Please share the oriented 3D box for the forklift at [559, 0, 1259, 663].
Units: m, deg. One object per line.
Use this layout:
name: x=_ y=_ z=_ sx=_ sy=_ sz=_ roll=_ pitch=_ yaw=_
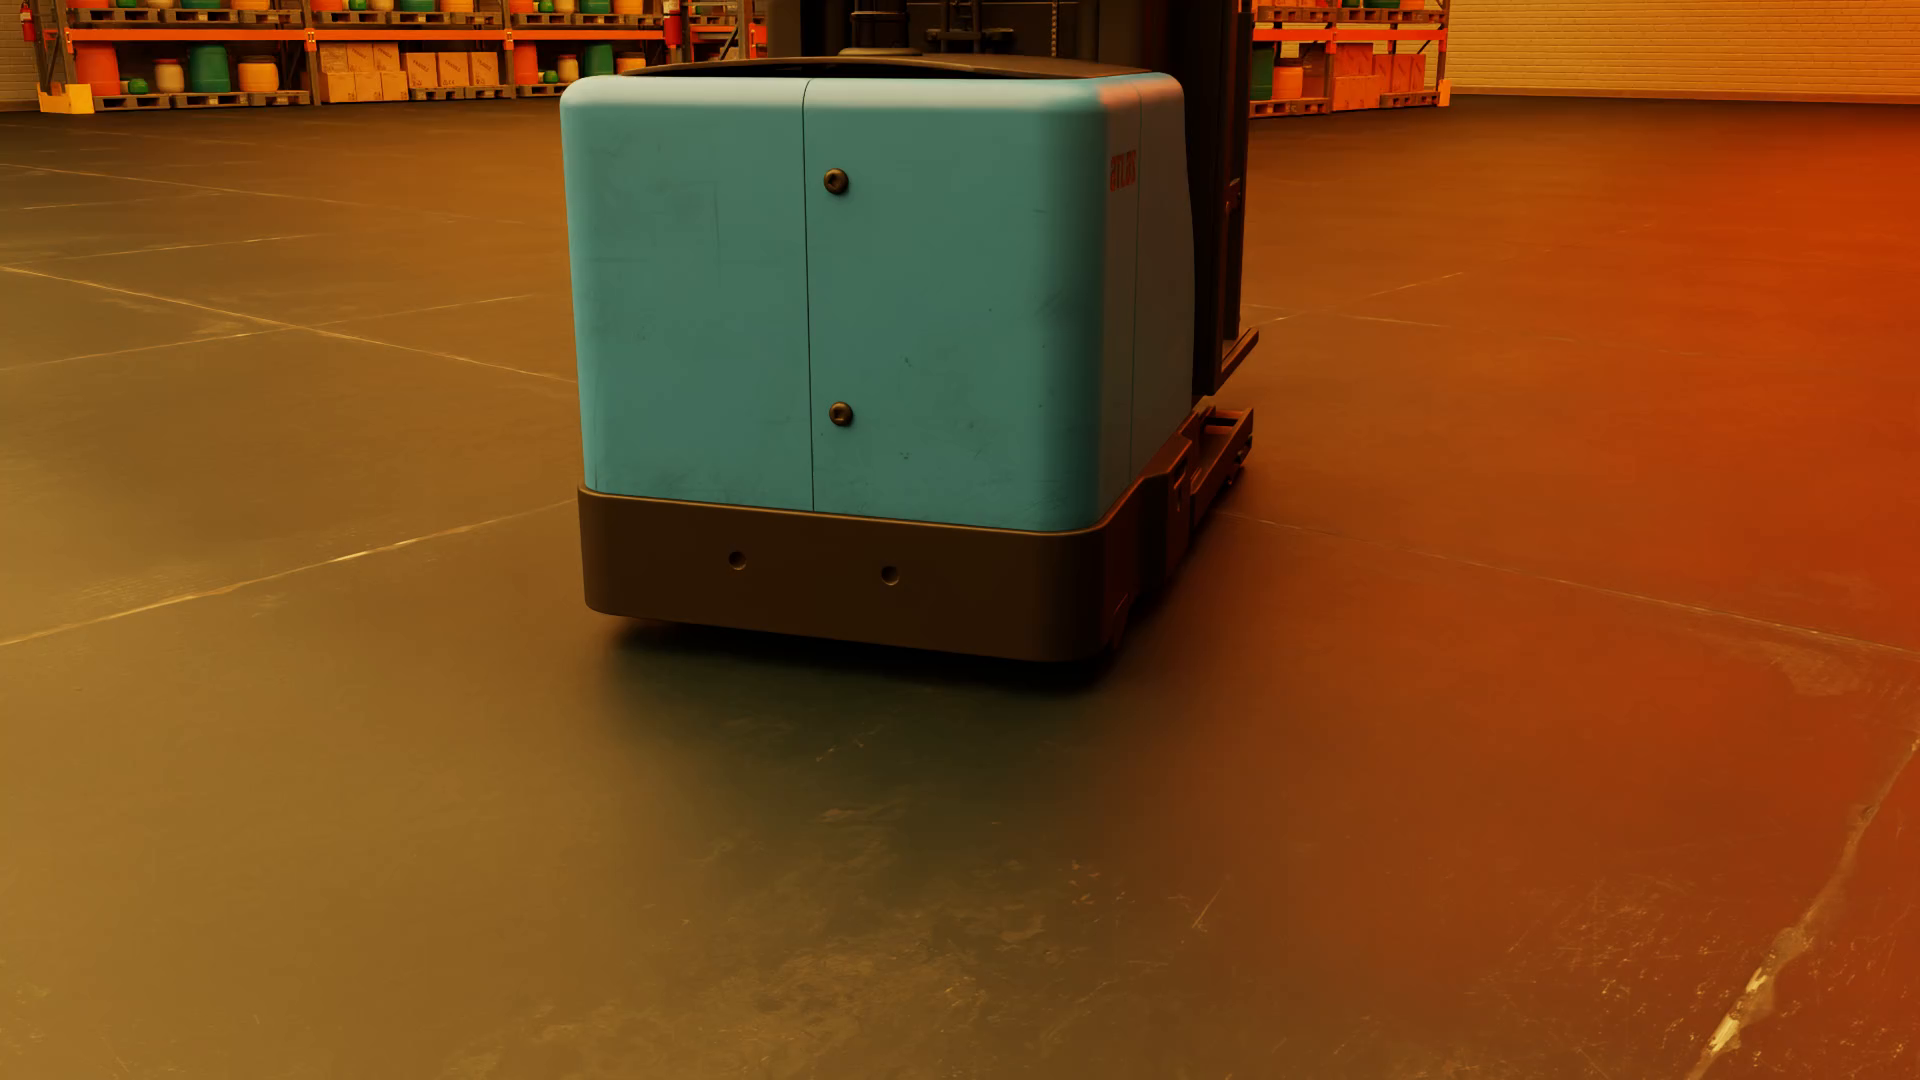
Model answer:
forklift: x=0.182 y=-1.571 z=4.072 sx=1.130 sy=2.935 sz=3.031 roll=5 pitch=18 yaw=17
